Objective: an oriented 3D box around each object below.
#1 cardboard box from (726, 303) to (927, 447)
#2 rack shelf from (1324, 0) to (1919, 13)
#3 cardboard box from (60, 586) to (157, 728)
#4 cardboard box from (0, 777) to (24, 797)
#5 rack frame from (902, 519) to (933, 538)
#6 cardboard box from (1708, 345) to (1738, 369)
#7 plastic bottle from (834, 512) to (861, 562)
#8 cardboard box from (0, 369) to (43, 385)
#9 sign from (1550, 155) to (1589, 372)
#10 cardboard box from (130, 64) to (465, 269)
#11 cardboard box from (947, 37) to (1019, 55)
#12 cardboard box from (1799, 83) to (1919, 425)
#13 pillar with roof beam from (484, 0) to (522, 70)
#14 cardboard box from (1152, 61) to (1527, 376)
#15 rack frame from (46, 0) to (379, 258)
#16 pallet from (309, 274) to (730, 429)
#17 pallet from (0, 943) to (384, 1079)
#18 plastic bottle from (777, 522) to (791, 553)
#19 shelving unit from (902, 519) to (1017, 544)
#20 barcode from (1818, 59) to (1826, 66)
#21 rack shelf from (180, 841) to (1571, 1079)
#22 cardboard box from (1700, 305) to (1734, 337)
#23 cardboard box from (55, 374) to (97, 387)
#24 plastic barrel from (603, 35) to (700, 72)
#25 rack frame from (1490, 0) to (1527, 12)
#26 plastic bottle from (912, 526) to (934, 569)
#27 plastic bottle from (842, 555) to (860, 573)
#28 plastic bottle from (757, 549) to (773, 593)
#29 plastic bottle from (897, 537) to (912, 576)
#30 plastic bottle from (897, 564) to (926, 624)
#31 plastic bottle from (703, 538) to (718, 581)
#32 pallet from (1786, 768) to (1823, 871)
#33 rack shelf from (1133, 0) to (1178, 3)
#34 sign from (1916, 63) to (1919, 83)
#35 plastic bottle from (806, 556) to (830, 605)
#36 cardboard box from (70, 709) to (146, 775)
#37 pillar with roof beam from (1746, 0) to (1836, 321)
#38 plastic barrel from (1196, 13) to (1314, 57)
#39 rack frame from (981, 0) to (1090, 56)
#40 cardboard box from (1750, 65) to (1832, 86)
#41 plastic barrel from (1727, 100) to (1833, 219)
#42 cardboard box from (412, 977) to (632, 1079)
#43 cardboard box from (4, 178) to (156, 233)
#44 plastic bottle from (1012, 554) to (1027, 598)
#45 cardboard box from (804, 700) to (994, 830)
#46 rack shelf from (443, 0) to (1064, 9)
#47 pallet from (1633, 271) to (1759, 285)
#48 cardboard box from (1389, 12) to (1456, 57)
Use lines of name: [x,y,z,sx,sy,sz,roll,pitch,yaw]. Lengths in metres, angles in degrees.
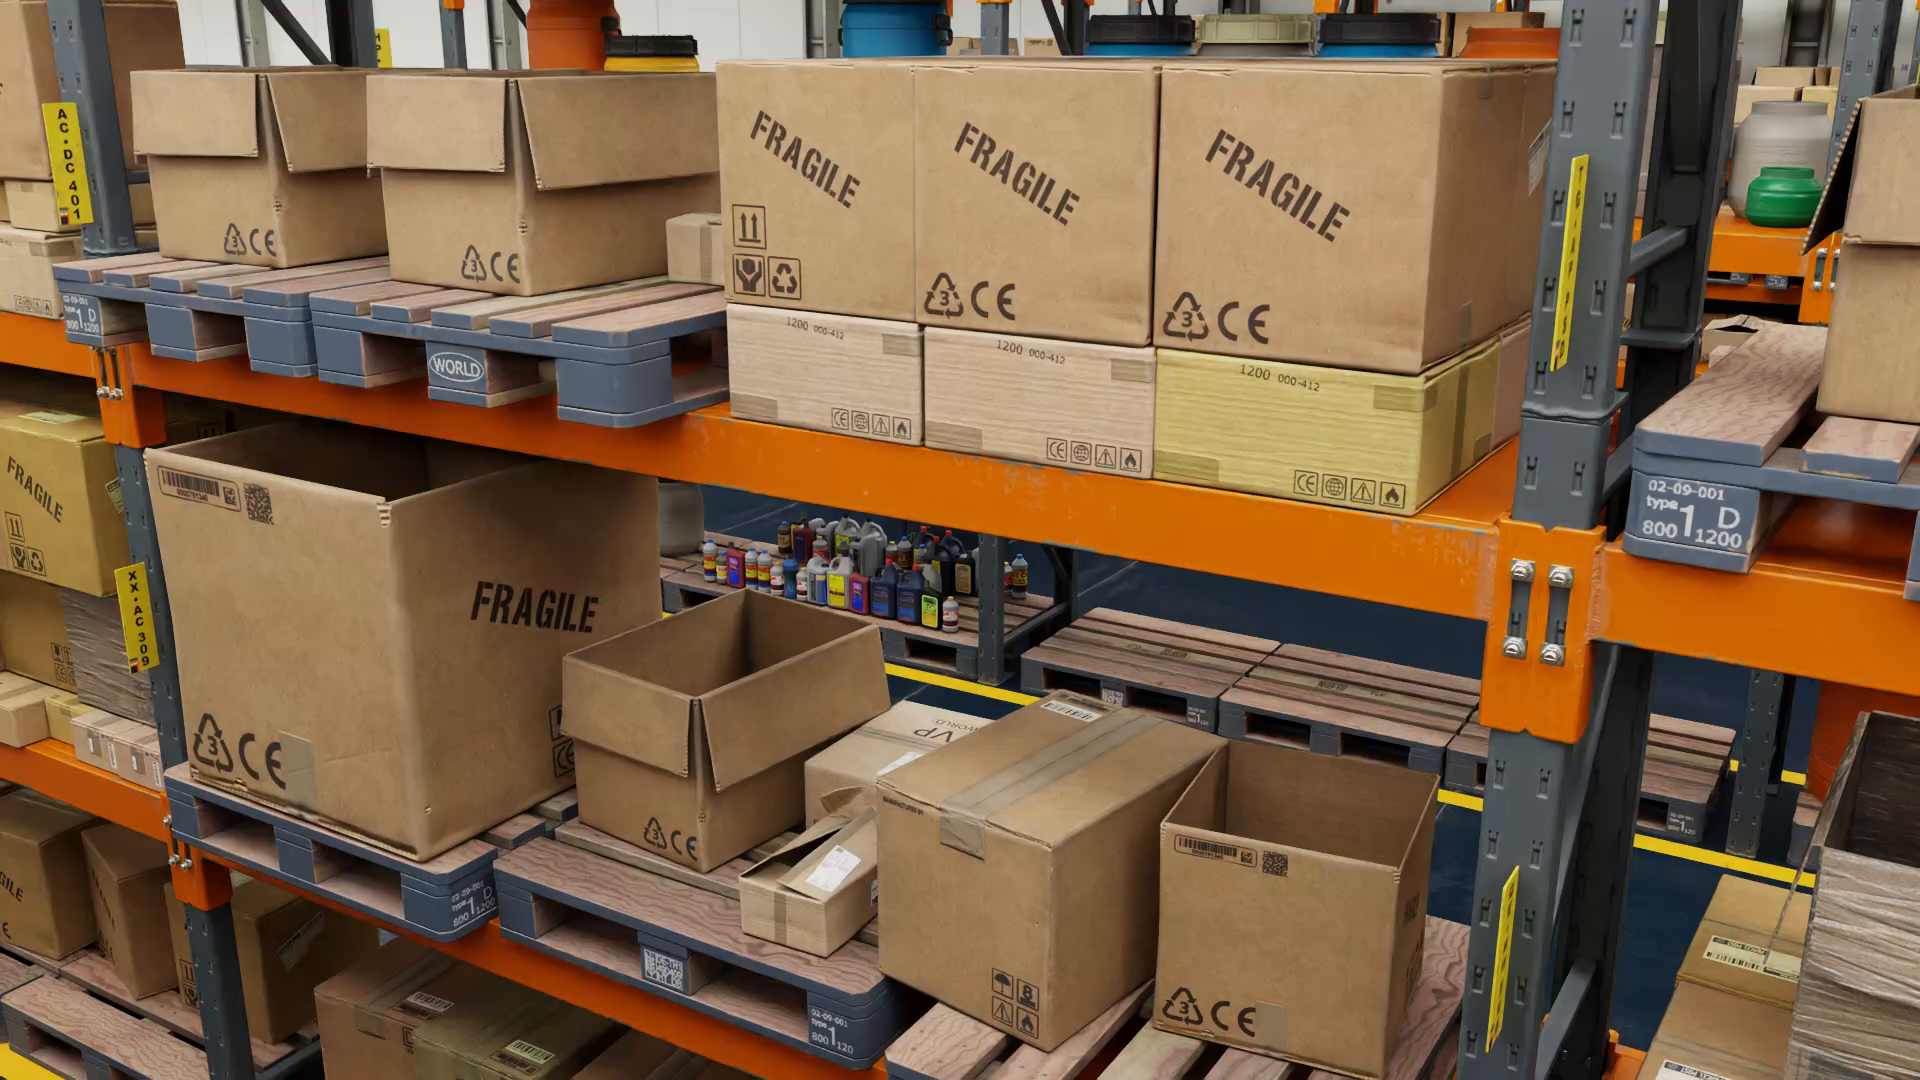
cardboard box: [-0.157,-0.405,3.650,0.500,0.250,0.500,11,20,32]
rack shelf: [4.716,-3.973,11.902,4.000,0.370,1.077,10,20,30]
cardboard box: [-2.527,0.237,5.756,0.500,0.500,0.875,10,20,30]
cardboard box: [-4.010,1.179,6.916,0.500,0.500,0.500,12,21,35]
rack frame: [-0.318,-0.774,12.350,0.023,1.500,0.400,10,20,30]
cardboard box: [5.509,-1.282,11.872,0.250,0.149,0.380,10,20,30]
plastic bottle: [-0.736,-0.006,11.040,0.185,0.351,0.144,11,20,32]
cardboard box: [-3.556,-0.310,5.836,0.500,0.500,0.500,10,20,30]
sign: [0.947,-0.429,2.582,0.005,0.325,0.100,10,20,30]
cardboard box: [-1.827,-1.079,4.710,0.637,0.503,0.797,9,19,27]
cardboard box: [0.091,-4.214,14.792,0.637,0.503,0.797,12,20,34]
cardboard box: [1.790,-0.491,2.776,0.637,0.503,0.797,11,20,33]
pillar with roof beam: [-9.237,-7.515,21.638,0.400,9.000,9.100,10,20,30]
cardboard box: [0.695,-0.613,3.047,0.500,0.500,0.500,11,20,31]
rack frame: [-2.176,-2.359,4.666,0.127,3.000,1.000,10,20,30]
pallet: [-0.820,-0.557,4.216,1.003,0.211,1.213,10,20,30]
pallet: [-2.767,1.752,6.251,1.213,0.211,1.003,10,20,30]
plastic bottle: [-1.198,-0.025,11.360,0.097,0.201,0.097,0,17,0]
shelving unit: [-0.006,-0.719,12.167,0.755,1.500,0.431,10,20,30]
barcode: [8.339,-4.617,16.089,0.075,0.075,0.001,10,20,30]
rack shelf: [-0.471,1.160,4.641,4.000,0.370,1.077,10,20,30]
cardboard box: [7.475,-2.210,16.749,0.500,0.250,0.500,10,20,30]
cardboard box: [-2.853,-0.365,6.016,0.500,0.500,0.500,10,20,30]
plastic barrel: [-1.954,-2.908,10.587,0.600,0.588,0.600,0,17,0]
rack frame: [5.601,-6.040,16.782,0.127,3.000,1.000,10,20,30]
plastic bottle: [-0.215,0.087,10.734,0.185,0.351,0.144,9,19,28]
plastic bottle: [-0.690,0.239,10.349,0.133,0.283,0.061,10,20,30]
plastic bottle: [-1.233,0.191,10.528,0.097,0.271,0.097,0,17,0]
plastic bottle: [-0.360,0.112,10.789,0.097,0.271,0.097,0,17,0]
plastic bottle: [-0.283,0.315,9.985,0.185,0.351,0.144,10,19,29]
plastic bottle: [-1.610,0.124,10.750,0.097,0.271,0.097,0,17,0]
pallet: [4.518,1.337,7.618,1.213,0.211,1.003,10,20,30]
rack shelf: [3.897,-5.998,17.888,4.000,0.370,1.077,10,20,30]
sign: [6.123,-2.918,10.639,0.005,0.325,0.100,10,20,30]
plastic bottle: [-0.858,0.247,10.338,0.135,0.276,0.152,11,20,31]
cardboard box: [-2.721,0.631,5.575,0.250,0.149,0.380,10,20,30]
pillar with roof beam: [6.102,-4.777,12.625,0.400,9.000,9.100,10,20,30]
plastic barrel: [1.521,-2.268,8.662,0.600,0.901,0.600,0,17,0]
rack frame: [0.416,-3.586,8.704,0.127,3.000,1.000,10,20,30]
cardboard box: [7.953,-4.275,15.922,0.637,0.503,0.797,14,22,38]
plastic barrel: [3.721,-1.719,7.526,0.421,0.512,0.421,0,17,0]
cardboard box: [-1.267,1.673,5.258,0.500,0.500,0.700,10,20,30]
cardboard box: [-2.604,-1.021,4.993,0.250,0.149,0.380,11,20,32]
plastic bottle: [0.374,0.222,10.426,0.097,0.271,0.097,0,17,0]
cardboard box: [-0.075,0.678,4.522,0.500,0.250,0.500,9,19,29]
rack shelf: [-1.288,-3.355,9.868,4.000,0.370,1.077,10,20,30]
pallet: [7.301,-2.760,16.636,1.213,0.211,1.003,10,20,30]
cardboard box: [3.517,-3.761,12.688,0.500,0.500,0.500,10,20,31]
